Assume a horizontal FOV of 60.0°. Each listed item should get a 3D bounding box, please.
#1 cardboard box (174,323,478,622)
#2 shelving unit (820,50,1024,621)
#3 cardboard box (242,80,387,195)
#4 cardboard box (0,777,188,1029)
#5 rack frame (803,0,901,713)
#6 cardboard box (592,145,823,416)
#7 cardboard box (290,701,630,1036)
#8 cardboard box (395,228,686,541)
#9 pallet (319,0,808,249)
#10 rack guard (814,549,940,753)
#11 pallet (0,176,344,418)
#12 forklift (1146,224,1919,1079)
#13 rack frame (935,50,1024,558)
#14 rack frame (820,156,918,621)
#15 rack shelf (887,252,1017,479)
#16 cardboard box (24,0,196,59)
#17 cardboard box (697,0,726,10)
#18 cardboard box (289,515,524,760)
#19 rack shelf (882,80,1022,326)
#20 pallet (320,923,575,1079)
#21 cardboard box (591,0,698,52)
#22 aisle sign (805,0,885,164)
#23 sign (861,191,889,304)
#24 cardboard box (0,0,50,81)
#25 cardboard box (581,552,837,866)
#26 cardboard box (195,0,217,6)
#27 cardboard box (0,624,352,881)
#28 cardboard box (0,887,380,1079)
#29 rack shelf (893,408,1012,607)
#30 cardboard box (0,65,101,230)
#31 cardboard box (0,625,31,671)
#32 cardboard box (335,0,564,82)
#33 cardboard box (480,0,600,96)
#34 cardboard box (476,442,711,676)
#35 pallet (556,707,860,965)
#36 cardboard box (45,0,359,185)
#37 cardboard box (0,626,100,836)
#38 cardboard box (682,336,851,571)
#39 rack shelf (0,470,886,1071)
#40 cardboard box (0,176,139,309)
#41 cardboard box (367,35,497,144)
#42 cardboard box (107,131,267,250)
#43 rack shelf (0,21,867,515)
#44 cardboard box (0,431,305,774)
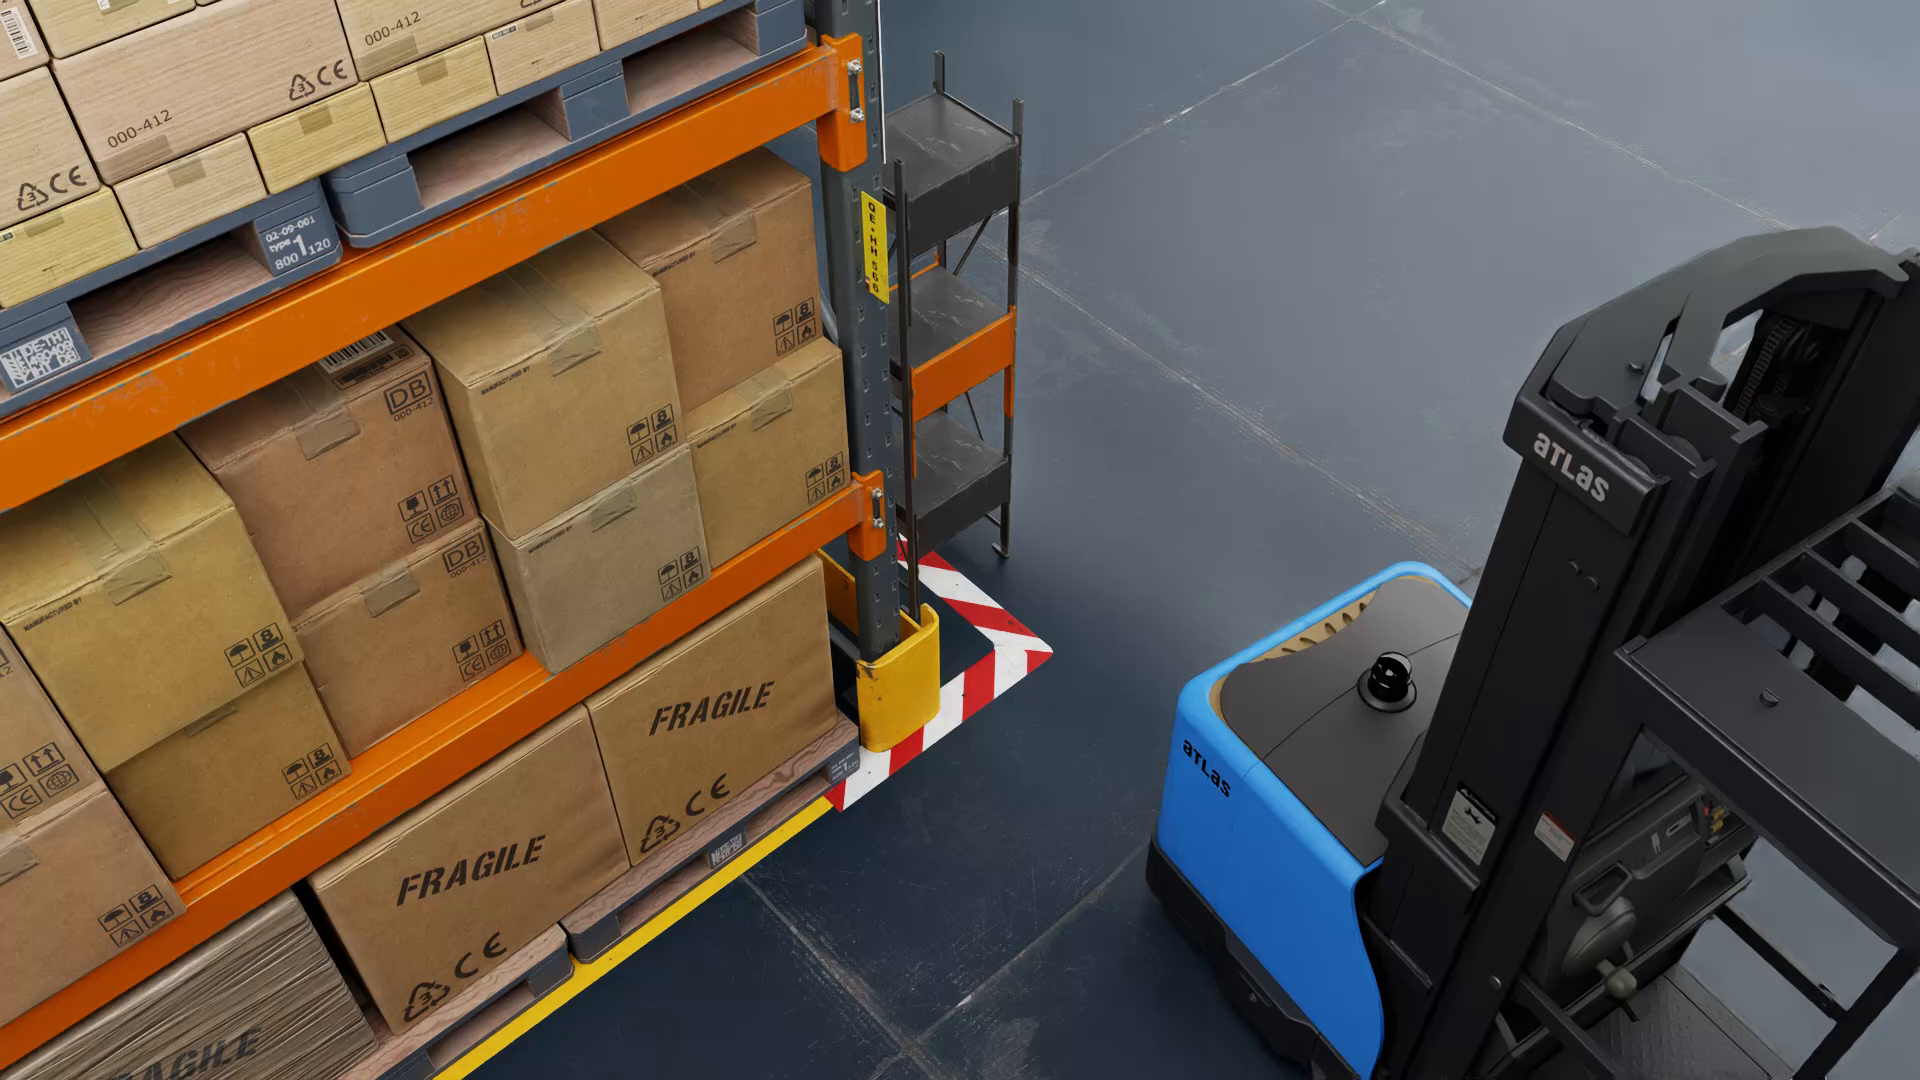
[{"bbox_3d":[-1.736,-0.345,4.190,0.550,0.550,0.875,-34,56,-27],"label":"cardboard box"},{"bbox_3d":[-0.122,-0.630,5.903,0.503,2.100,0.431,-34,56,-27],"label":"shelving unit"},{"bbox_3d":[-1.356,-0.871,3.289,0.250,0.149,0.380,-35,56,-28],"label":"cardboard box"},{"bbox_3d":[-2.409,0.636,4.021,0.550,0.550,0.875,-34,56,-27],"label":"cardboard box"},{"bbox_3d":[-0.585,-0.615,5.277,0.127,3.000,1.000,-34,56,-27],"label":"rack frame"},{"bbox_3d":[-0.886,-0.870,4.675,0.550,0.550,0.875,-34,56,-27],"label":"cardboard box"},{"bbox_3d":[-1.692,0.770,5.158,0.875,0.875,0.875,-35,56,-28],"label":"cardboard box"},{"bbox_3d":[-1.230,-0.548,4.378,0.550,0.550,0.875,-34,56,-27],"label":"cardboard box"},{"bbox_3d":[-1.127,-1.230,3.863,1.213,0.211,1.003,-34,56,-27],"label":"pallet"},{"bbox_3d":[-0.567,0.221,6.206,0.348,0.500,1.175,-34,56,-27],"label":"rack guard"},{"bbox_3d":[-2.030,-0.623,3.304,1.213,0.211,1.003,-34,56,-27],"label":"pallet"},{"bbox_3d":[1.865,0.873,3.950,1.130,2.935,3.031,-26,53,-22],"label":"forklift"},{"bbox_3d":[0.058,-0.751,6.014,0.015,2.100,0.400,-34,56,-27],"label":"rack frame"},{"bbox_3d":[-0.303,-0.510,5.791,0.015,2.100,0.400,-34,56,-27],"label":"rack frame"},{"bbox_3d":[-0.122,-0.621,5.913,0.480,0.518,0.431,-34,56,-27],"label":"rack shelf"},{"bbox_3d":[-1.547,-1.014,2.879,0.250,0.149,0.380,-35,56,-28],"label":"cardboard box"},{"bbox_3d":[-0.603,-1.375,3.754,0.250,0.149,0.380,-34,56,-27],"label":"cardboard box"},{"bbox_3d":[-1.720,0.034,4.575,0.550,0.550,0.875,-34,56,-27],"label":"cardboard box"},{"bbox_3d":[-0.122,-1.096,5.398,0.480,0.518,0.431,-34,56,-27],"label":"rack shelf"},{"bbox_3d":[-2.026,1.368,5.344,1.213,0.211,1.003,-34,56,-27],"label":"pallet"},{"bbox_3d":[-0.790,-1.251,3.639,0.250,0.149,0.380,-33,55,-27],"label":"cardboard box"},{"bbox_3d":[-0.331,-1.369,4.203,0.004,0.787,0.394,-34,56,-27],"label":"aisle sign"},{"bbox_3d":[-0.230,-0.786,4.485,0.005,0.325,0.100,-34,56,-27],"label":"sign"},{"bbox_3d":[-1.734,-0.889,2.763,0.250,0.149,0.380,-33,55,-27],"label":"cardboard box"},{"bbox_3d":[-1.042,0.334,5.561,0.875,0.875,0.875,-33,56,-27],"label":"cardboard box"},{"bbox_3d":[-1.357,-1.142,2.996,0.250,0.149,0.380,-34,56,-27],"label":"cardboard box"},{"bbox_3d":[-2.084,0.319,4.313,0.500,0.550,0.875,-34,56,-27],"label":"cardboard box"},{"bbox_3d":[-2.368,1.220,4.743,0.875,0.875,0.875,-33,56,-27],"label":"cardboard box"},{"bbox_3d":[-0.122,-0.146,6.427,0.480,0.518,0.431,-34,56,-27],"label":"rack shelf"},{"bbox_3d":[-1.875,-0.721,2.879,0.500,0.250,0.500,-33,55,-27],"label":"cardboard box"},{"bbox_3d":[-3.512,0.438,6.165,0.258,0.266,0.396,-25,52,-21],"label":"cardboard box"},{"bbox_3d":[-1.130,-1.218,3.338,0.500,0.250,0.500,-34,56,-27],"label":"cardboard box"},{"bbox_3d":[-0.979,-1.123,3.522,0.250,0.149,0.380,-33,55,-27],"label":"cardboard box"},{"bbox_3d":[-1.221,-0.174,4.768,0.550,0.550,0.875,-34,56,-27],"label":"cardboard box"},{"bbox_3d":[-1.124,0.768,5.897,1.213,0.211,1.003,-34,56,-27],"label":"pallet"},{"bbox_3d":[-1.502,-0.970,3.109,0.500,0.250,0.500,-34,56,-27],"label":"cardboard box"},{"bbox_3d":[-2.428,0.254,3.637,0.550,0.550,0.875,-34,56,-27],"label":"cardboard box"},{"bbox_3d":[-0.829,-0.458,5.029,0.550,0.550,0.875,-34,56,-27],"label":"cardboard box"},{"bbox_3d":[-2.065,0.618,4.629,4.000,0.370,1.077,-34,56,-27],"label":"rack shelf"},{"bbox_3d":[-1.732,-0.621,3.058,0.250,0.149,0.380,-33,55,-27],"label":"cardboard box"},{"bbox_3d":[-1.167,-0.999,3.407,0.250,0.149,0.380,-33,55,-27],"label":"cardboard box"},{"bbox_3d":[-1.543,-0.747,3.174,0.250,0.149,0.380,-33,55,-27],"label":"cardboard box"},{"bbox_3d":[-2.065,-0.400,3.526,4.000,0.370,1.077,-34,56,-27],"label":"rack shelf"},{"bbox_3d":[-2.041,-0.012,3.883,0.500,0.550,0.875,-34,56,-27],"label":"cardboard box"}]
